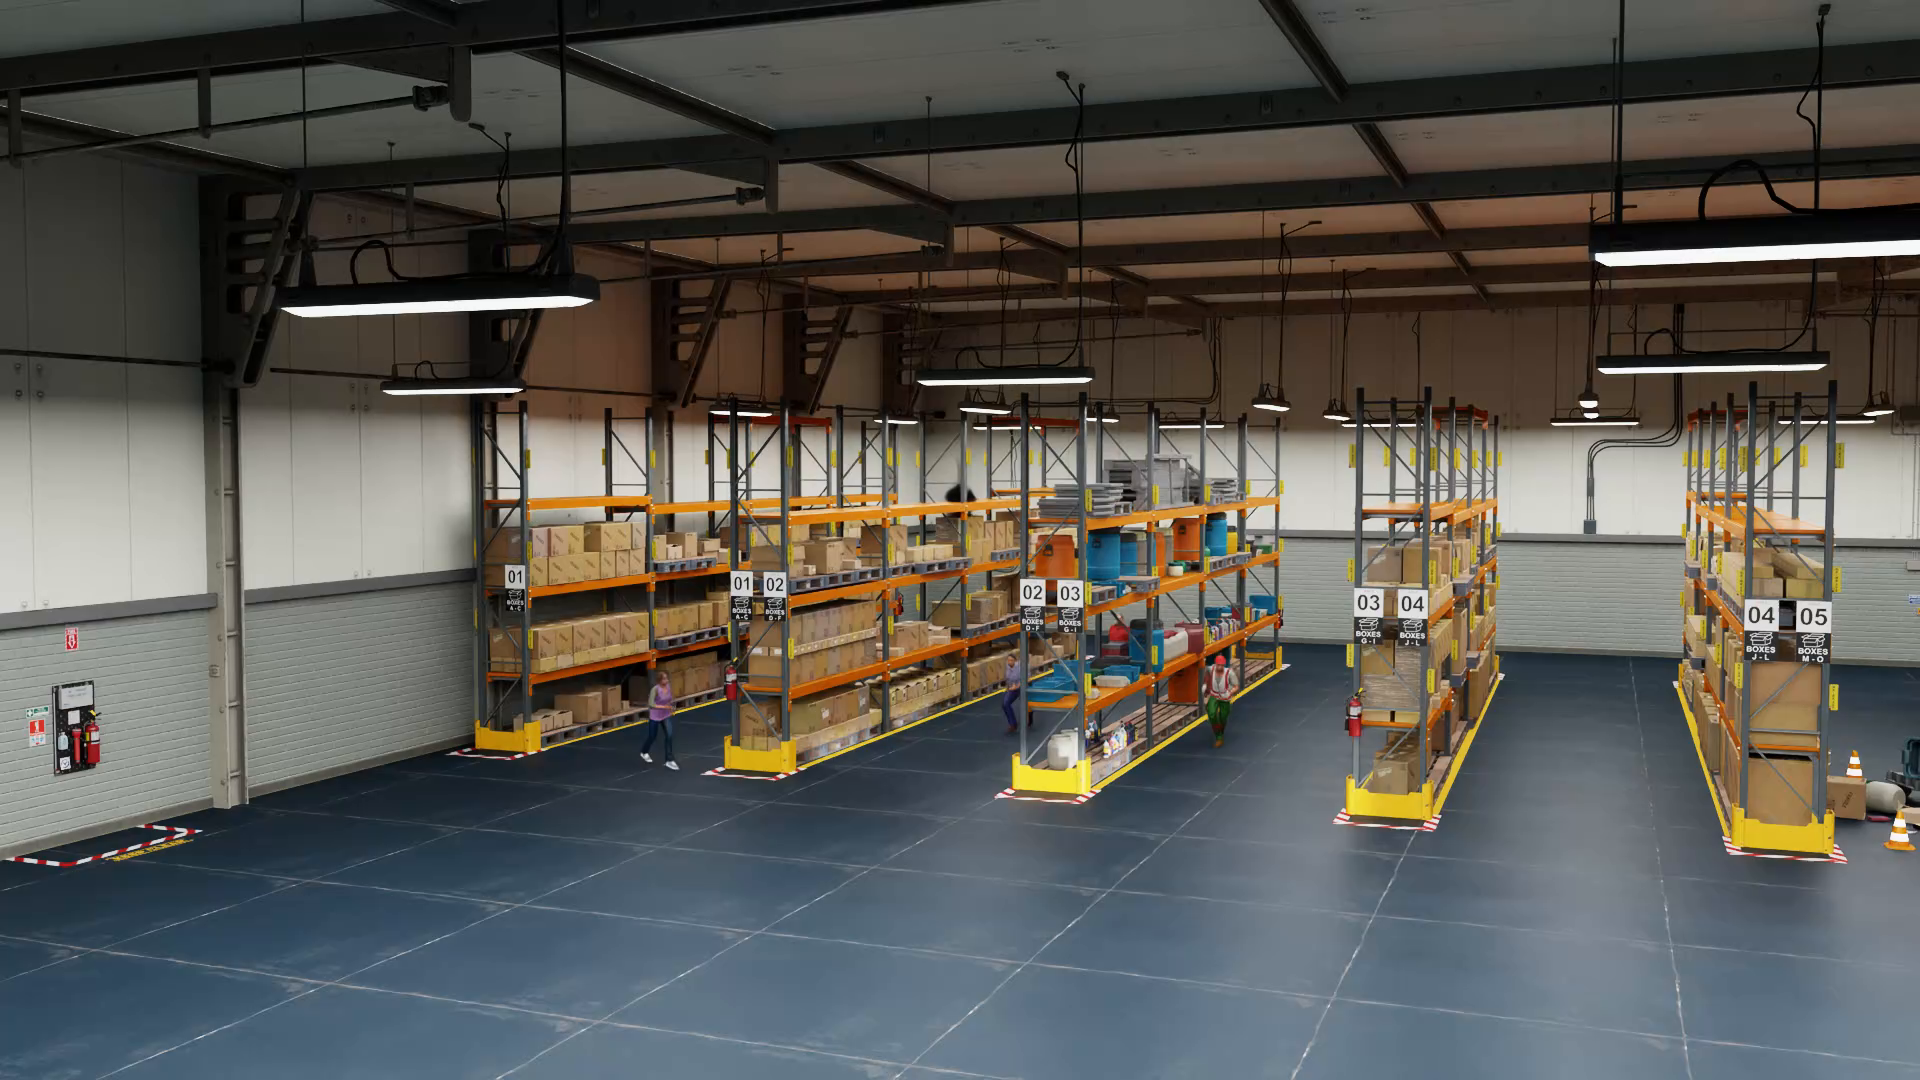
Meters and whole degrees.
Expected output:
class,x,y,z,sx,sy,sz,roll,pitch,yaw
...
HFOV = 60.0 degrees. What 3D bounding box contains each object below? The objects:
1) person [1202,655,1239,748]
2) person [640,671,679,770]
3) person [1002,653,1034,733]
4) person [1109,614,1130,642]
class,x,y,z,sx,sy,sz,roll,pitch,yaw
person,4.543,2.759,28.990,0.695,1.599,1.077,1,3,17
person,-4.883,2.890,26.896,0.546,1.572,0.923,-3,4,-44
person,1.117,2.763,30.509,0.623,1.483,1.027,2,3,32
person,3.367,2.442,35.133,0.626,1.759,0.713,2,3,28
